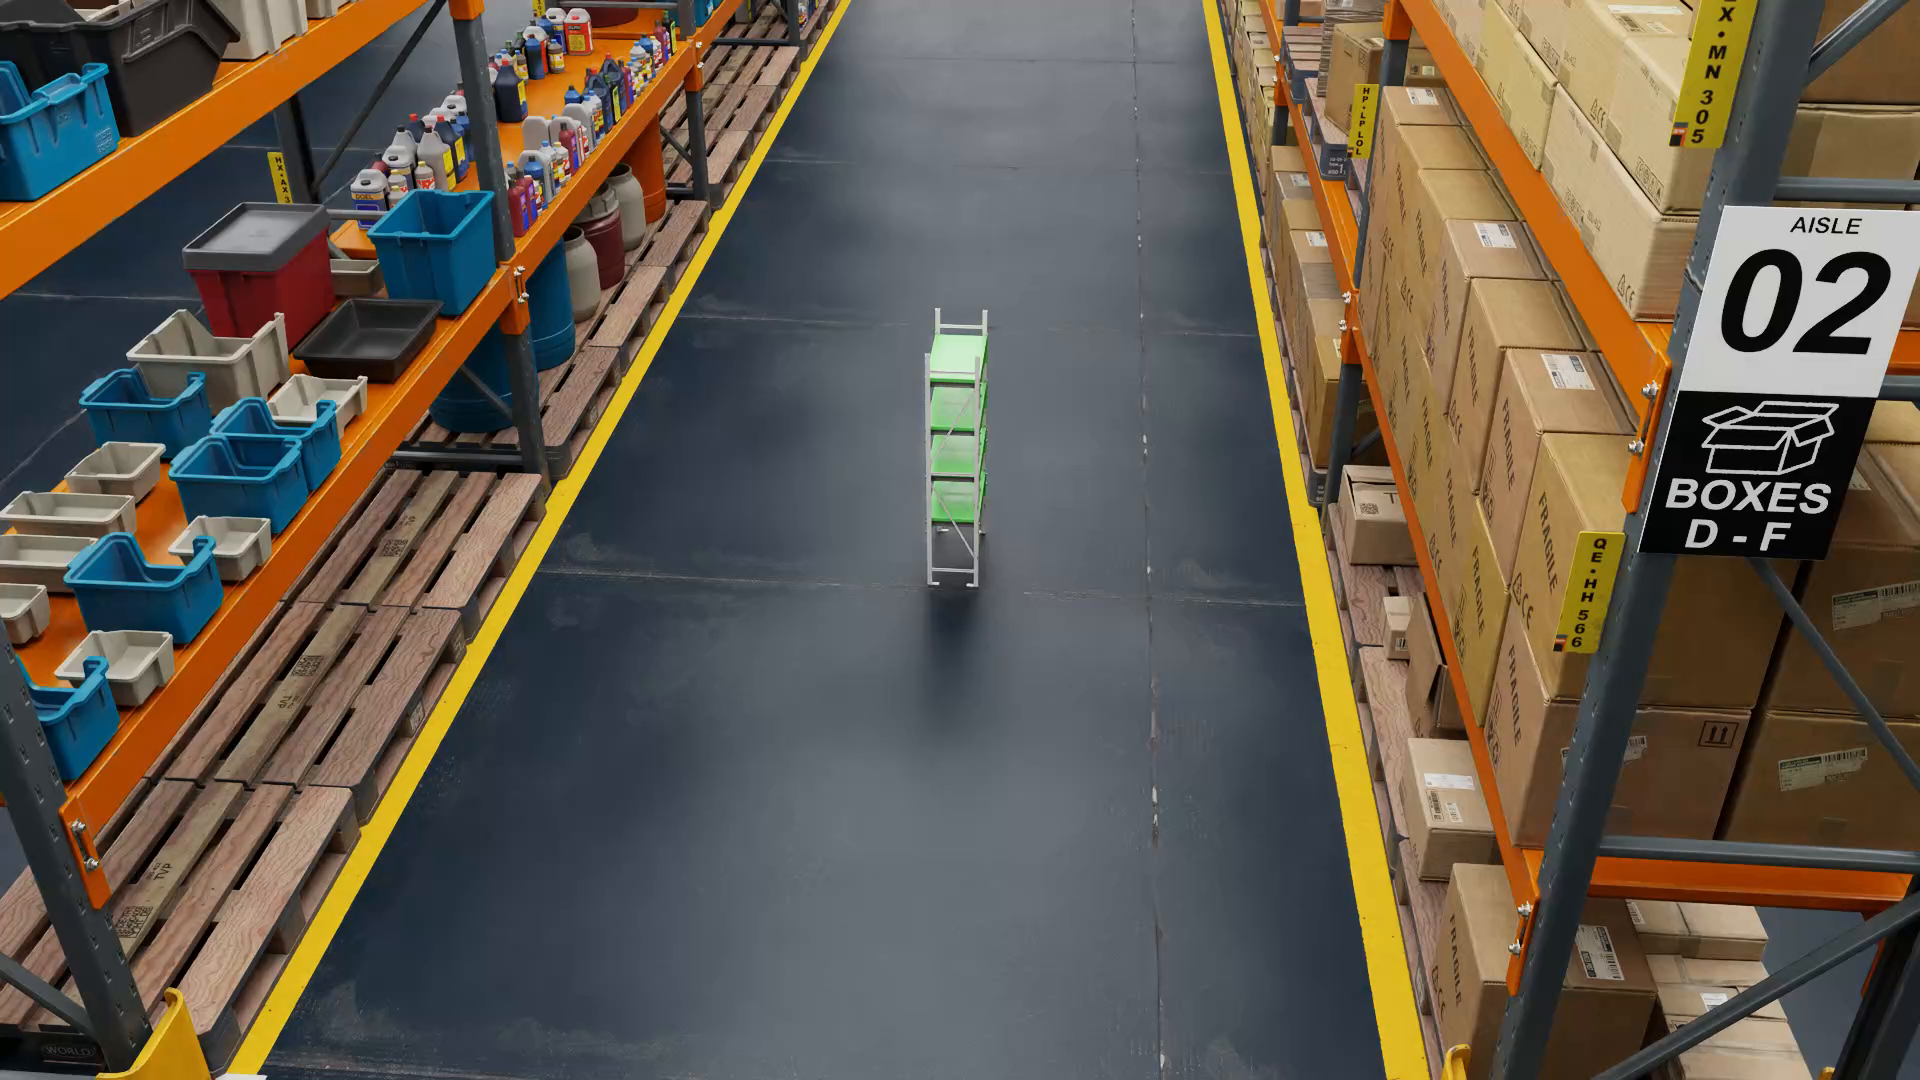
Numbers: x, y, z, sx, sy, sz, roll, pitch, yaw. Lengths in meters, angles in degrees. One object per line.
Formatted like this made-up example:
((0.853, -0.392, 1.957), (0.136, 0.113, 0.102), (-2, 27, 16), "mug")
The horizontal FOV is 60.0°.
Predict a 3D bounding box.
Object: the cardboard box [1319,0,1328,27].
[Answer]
((2.707, -3.550, 11.236), (0.500, 0.311, 0.500), (4, 32, 7), "cardboard box")

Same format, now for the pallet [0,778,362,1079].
((-2.849, 1.328, 5.894), (1.003, 0.211, 1.213), (2, 32, 4), "pallet")

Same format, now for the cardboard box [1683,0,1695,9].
((2.133, -1.488, 3.899), (0.700, 0.500, 0.500), (2, 32, 4), "cardboard box")

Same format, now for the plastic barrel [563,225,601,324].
((-2.375, -1.586, 9.936), (0.421, 0.512, 0.421), (0, 32, 0), "plastic barrel")

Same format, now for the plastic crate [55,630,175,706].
((-2.498, 0.378, 4.972), (0.250, 0.136, 0.298), (2, 32, 4), "plastic crate")

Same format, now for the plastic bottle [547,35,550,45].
((-2.705, -3.205, 10.781), (0.097, 0.201, 0.097), (0, 32, 0), "plastic bottle")

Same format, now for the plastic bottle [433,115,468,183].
((-2.721, -2.085, 8.821), (0.144, 0.351, 0.185), (2, 32, 4), "plastic bottle")

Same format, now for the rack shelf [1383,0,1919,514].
((2.145, -1.232, 5.217), (1.077, 0.370, 4.000), (2, 32, 4), "rack shelf")

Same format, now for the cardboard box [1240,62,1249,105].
((2.597, -3.760, 13.713), (0.500, 0.250, 0.500), (2, 32, 2), "cardboard box")

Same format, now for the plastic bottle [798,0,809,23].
((-1.515, -5.050, 15.762), (0.152, 0.276, 0.135), (4, 32, 6), "plastic bottle")

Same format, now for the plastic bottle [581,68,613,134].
((-2.084, -2.516, 9.521), (0.144, 0.351, 0.185), (2, 32, 4), "plastic bottle")

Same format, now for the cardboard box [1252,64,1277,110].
((2.510, -3.466, 12.702), (0.500, 0.311, 0.500), (2, 32, 4), "cardboard box")

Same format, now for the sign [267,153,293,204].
((-3.177, -1.663, 7.826), (0.100, 0.325, 0.005), (2, 32, 4), "sign")

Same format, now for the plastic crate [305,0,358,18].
((-2.353, -2.004, 6.036), (0.293, 0.136, 0.466), (2, 32, 4), "plastic crate")

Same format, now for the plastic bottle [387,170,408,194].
((-2.865, -1.785, 8.477), (0.097, 0.201, 0.097), (0, 32, 0), "plastic bottle")

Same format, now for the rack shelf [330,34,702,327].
((-2.466, -2.261, 9.745), (1.077, 0.370, 4.000), (2, 32, 4), "rack shelf")

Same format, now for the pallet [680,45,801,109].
((-2.003, -4.105, 14.710), (1.003, 0.211, 1.213), (2, 32, 4), "pallet")

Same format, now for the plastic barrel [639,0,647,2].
((-2.432, -4.207, 12.111), (0.421, 0.512, 0.421), (0, 32, 0), "plastic barrel")

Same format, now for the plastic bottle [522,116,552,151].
((-2.288, -2.185, 9.054), (0.152, 0.276, 0.135), (2, 32, 4), "plastic bottle")

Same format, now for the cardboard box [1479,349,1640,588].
((1.785, -0.193, 4.655), (0.500, 0.500, 0.500), (3, 32, 5), "cardboard box")

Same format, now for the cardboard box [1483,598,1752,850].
((1.747, 0.496, 4.491), (0.500, 0.500, 0.500), (3, 32, 5), "cardboard box")

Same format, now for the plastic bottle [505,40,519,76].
((-2.773, -2.920, 10.240), (0.061, 0.283, 0.133), (2, 32, 4), "plastic bottle")

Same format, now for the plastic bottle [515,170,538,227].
((-2.163, -1.715, 8.284), (0.061, 0.283, 0.133), (2, 32, 4), "plastic bottle")

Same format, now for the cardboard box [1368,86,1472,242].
((1.989, -1.541, 6.844), (0.500, 0.500, 0.500), (3, 32, 5), "cardboard box")

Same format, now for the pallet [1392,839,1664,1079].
((2.052, 1.515, 5.591), (1.003, 0.211, 1.213), (2, 32, 4), "pallet")

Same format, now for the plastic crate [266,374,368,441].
((-2.471, -0.511, 6.414), (0.293, 0.136, 0.466), (2, 32, 4), "plastic crate")

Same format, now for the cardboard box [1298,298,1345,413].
((2.111, -0.959, 8.910), (0.500, 0.500, 0.500), (3, 32, 4), "cardboard box")

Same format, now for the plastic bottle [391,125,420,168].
((-2.880, -1.995, 8.675), (0.144, 0.351, 0.185), (2, 32, 4), "plastic bottle")

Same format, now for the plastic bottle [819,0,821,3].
((-1.448, -5.489, 16.404), (0.144, 0.351, 0.185), (2, 32, 4), "plastic bottle")

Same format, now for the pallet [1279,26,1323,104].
((2.648, -2.960, 10.377), (1.213, 0.211, 1.003), (2, 32, 4), "pallet")

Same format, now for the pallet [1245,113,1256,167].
((2.841, -3.277, 13.366), (1.003, 0.211, 1.213), (2, 32, 4), "pallet")

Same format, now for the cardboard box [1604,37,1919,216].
((1.770, -0.921, 3.693), (0.500, 0.250, 0.500), (2, 32, 4), "cardboard box")

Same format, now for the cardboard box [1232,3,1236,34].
((2.779, -4.751, 15.320), (0.500, 0.250, 0.500), (2, 32, 4), "cardboard box")

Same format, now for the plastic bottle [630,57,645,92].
((-1.997, -2.864, 10.227), (0.097, 0.201, 0.097), (0, 32, 0), "plastic bottle")

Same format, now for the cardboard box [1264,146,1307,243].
((2.312, -2.296, 11.081), (0.500, 0.500, 0.500), (4, 32, 6), "cardboard box")

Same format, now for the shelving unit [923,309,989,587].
((-0.013, -0.424, 7.795), (0.258, 1.200, 0.503), (2, 32, 4), "shelving unit")

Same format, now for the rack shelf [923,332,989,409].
((-0.014, -0.778, 7.576), (0.258, 0.148, 0.480), (2, 32, 4), "rack shelf")

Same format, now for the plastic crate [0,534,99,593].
((-3.030, 0.072, 5.468), (0.396, 0.136, 0.243), (2, 32, 4), "plastic crate")

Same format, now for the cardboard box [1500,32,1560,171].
((1.841, -1.232, 4.674), (0.500, 0.250, 0.500), (2, 32, 4), "cardboard box")

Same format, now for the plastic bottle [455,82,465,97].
((-2.845, -2.461, 9.495), (0.061, 0.283, 0.133), (2, 32, 4), "plastic bottle")

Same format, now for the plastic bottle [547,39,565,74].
((-2.572, -3.078, 10.575), (0.097, 0.201, 0.097), (0, 32, 0), "plastic bottle")

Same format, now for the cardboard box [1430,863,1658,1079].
((1.781, 1.366, 5.137), (0.500, 0.500, 0.500), (2, 32, 4), "cardboard box")

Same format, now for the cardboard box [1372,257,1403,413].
((1.956, -0.827, 6.638), (0.500, 0.500, 0.500), (3, 32, 5), "cardboard box")

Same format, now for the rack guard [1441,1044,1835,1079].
((1.988, 1.808, 4.839), (1.175, 0.500, 0.348), (2, 32, 4), "rack guard")

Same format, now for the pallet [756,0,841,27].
((-1.784, -5.506, 16.984), (1.003, 0.211, 1.213), (2, 32, 4), "pallet")

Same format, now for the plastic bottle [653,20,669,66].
((-1.930, -3.213, 10.715), (0.061, 0.283, 0.133), (2, 32, 4), "plastic bottle")

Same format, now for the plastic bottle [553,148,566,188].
((-2.137, -1.964, 8.767), (0.097, 0.201, 0.097), (0, 32, 0), "plastic bottle")

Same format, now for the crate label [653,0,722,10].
((-1.953, -4.136, 12.068), (0.502, 0.435, 0.616), (2, 32, 4), "crate label")

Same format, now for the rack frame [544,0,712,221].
((-2.303, -3.613, 11.253), (1.000, 3.000, 0.127), (2, 32, 4), "rack frame")
